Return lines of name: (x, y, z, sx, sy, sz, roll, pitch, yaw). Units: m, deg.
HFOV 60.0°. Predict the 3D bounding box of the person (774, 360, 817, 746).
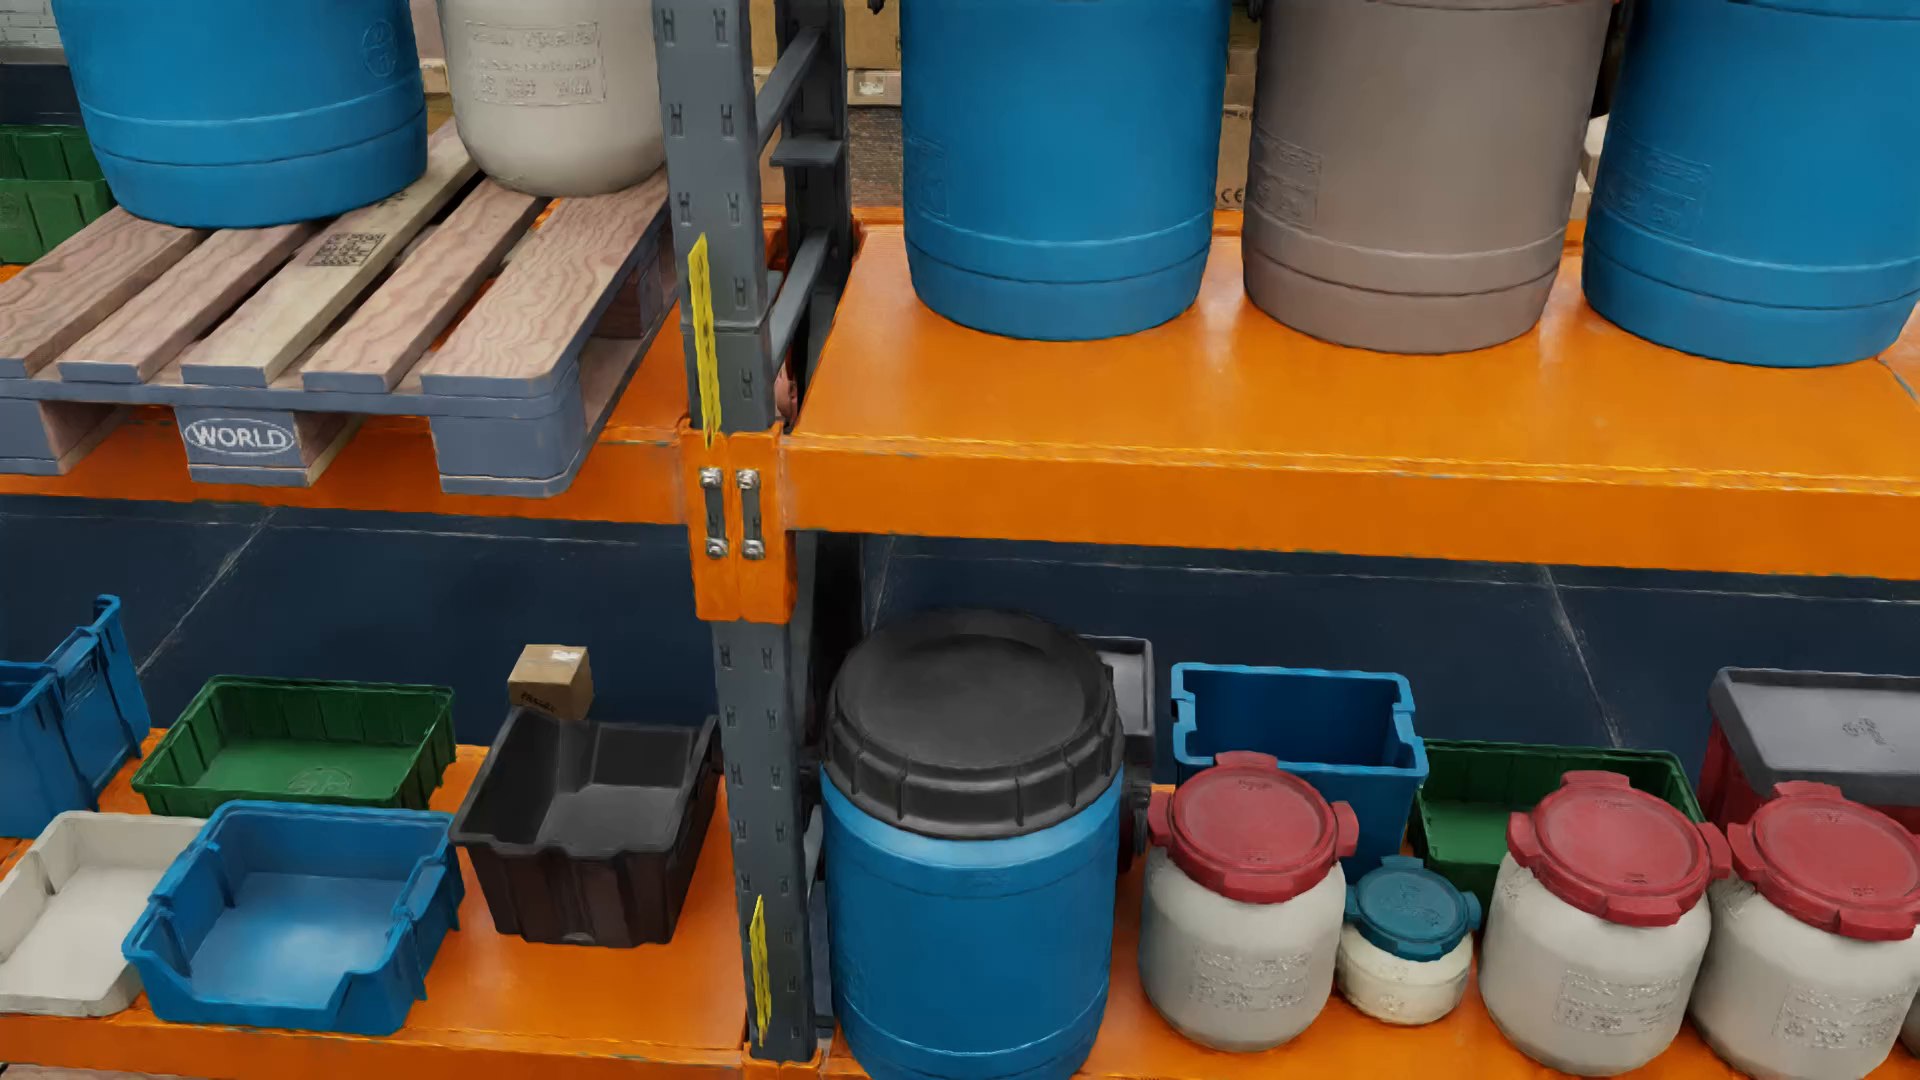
person: (-0.598, 0.110, 6.019, 0.509, 1.691, 0.701, -1, 32, -1)
